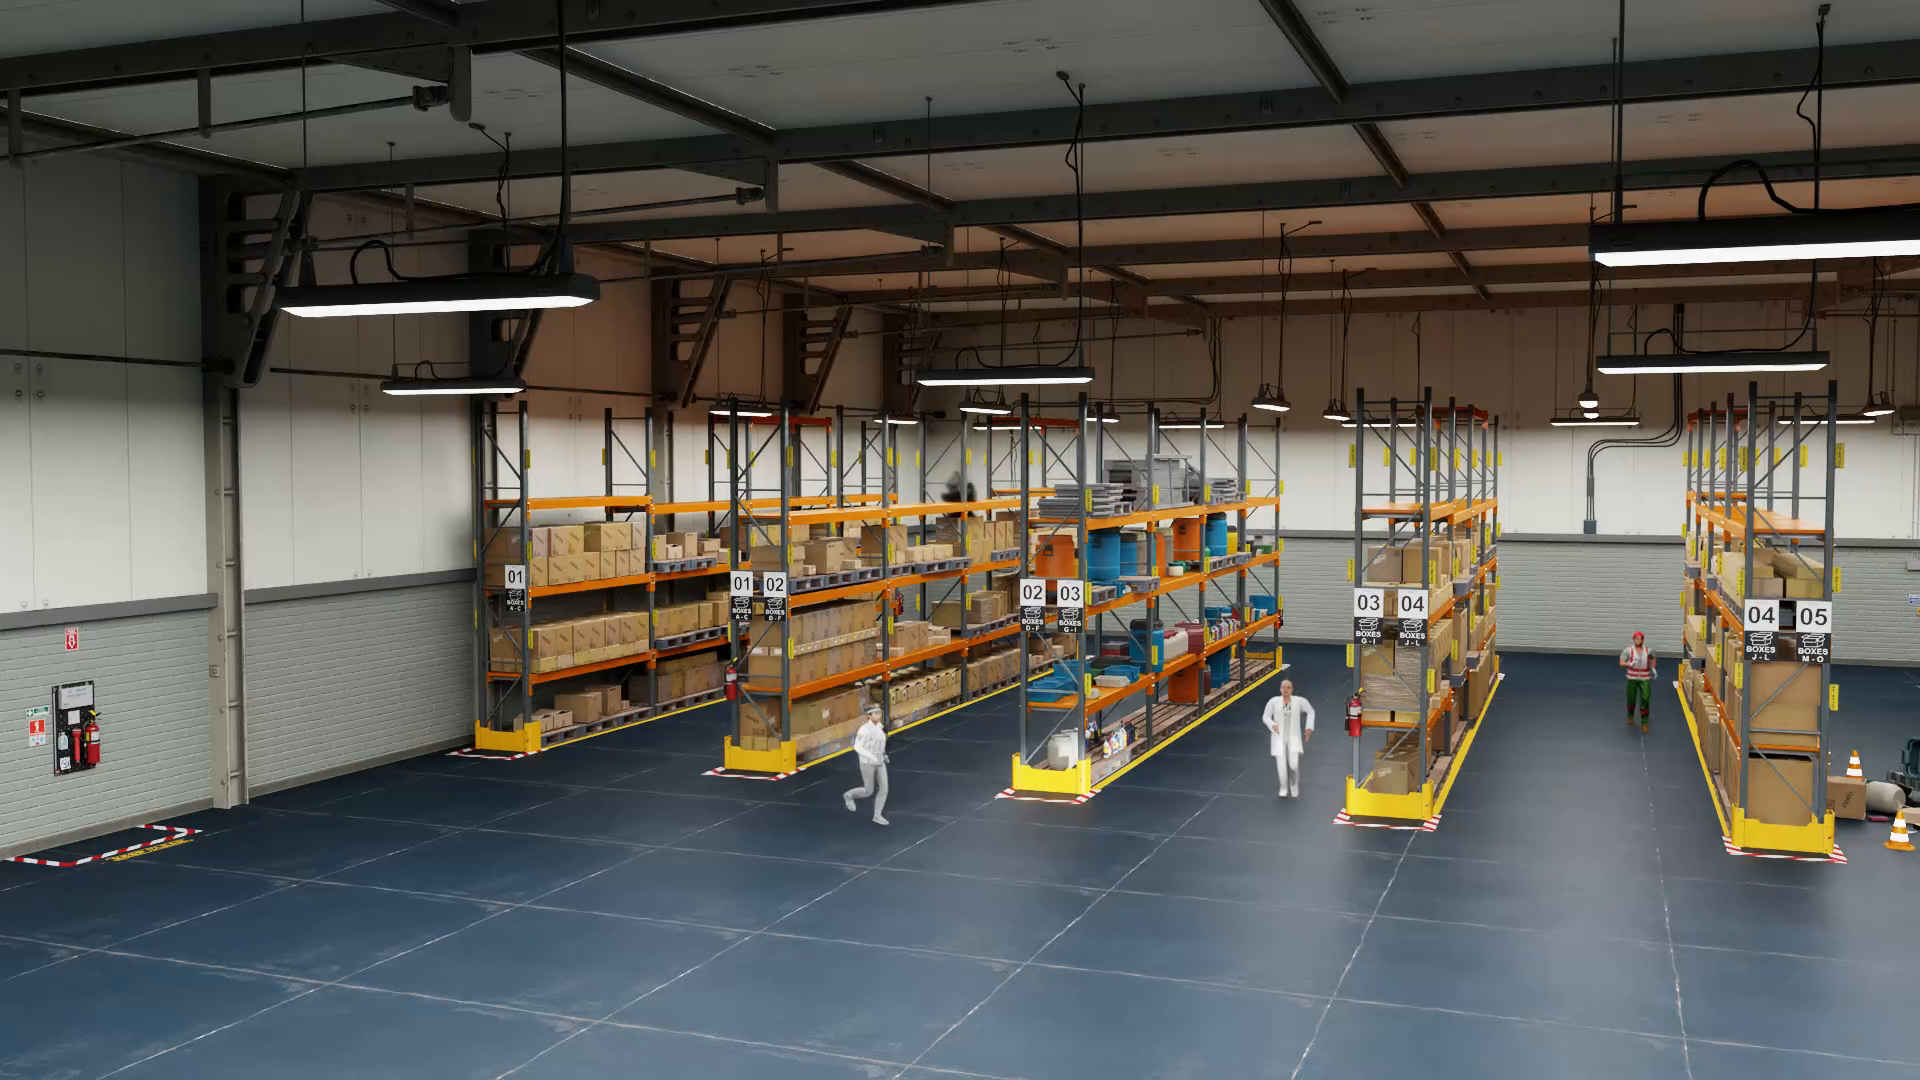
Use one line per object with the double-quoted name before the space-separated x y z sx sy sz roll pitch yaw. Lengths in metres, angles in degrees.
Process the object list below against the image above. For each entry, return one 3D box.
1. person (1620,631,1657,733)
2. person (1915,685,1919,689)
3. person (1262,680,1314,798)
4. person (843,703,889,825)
"person" 12.526 2.596 30.714 0.657 1.821 0.876 1 3 16
"person" 21.118 2.433 35.972 0.720 1.645 0.678 1 3 25
"person" 4.815 2.942 24.422 0.747 1.743 0.680 1 3 13
"person" -1.259 3.060 22.941 0.769 1.663 0.607 2 4 42
